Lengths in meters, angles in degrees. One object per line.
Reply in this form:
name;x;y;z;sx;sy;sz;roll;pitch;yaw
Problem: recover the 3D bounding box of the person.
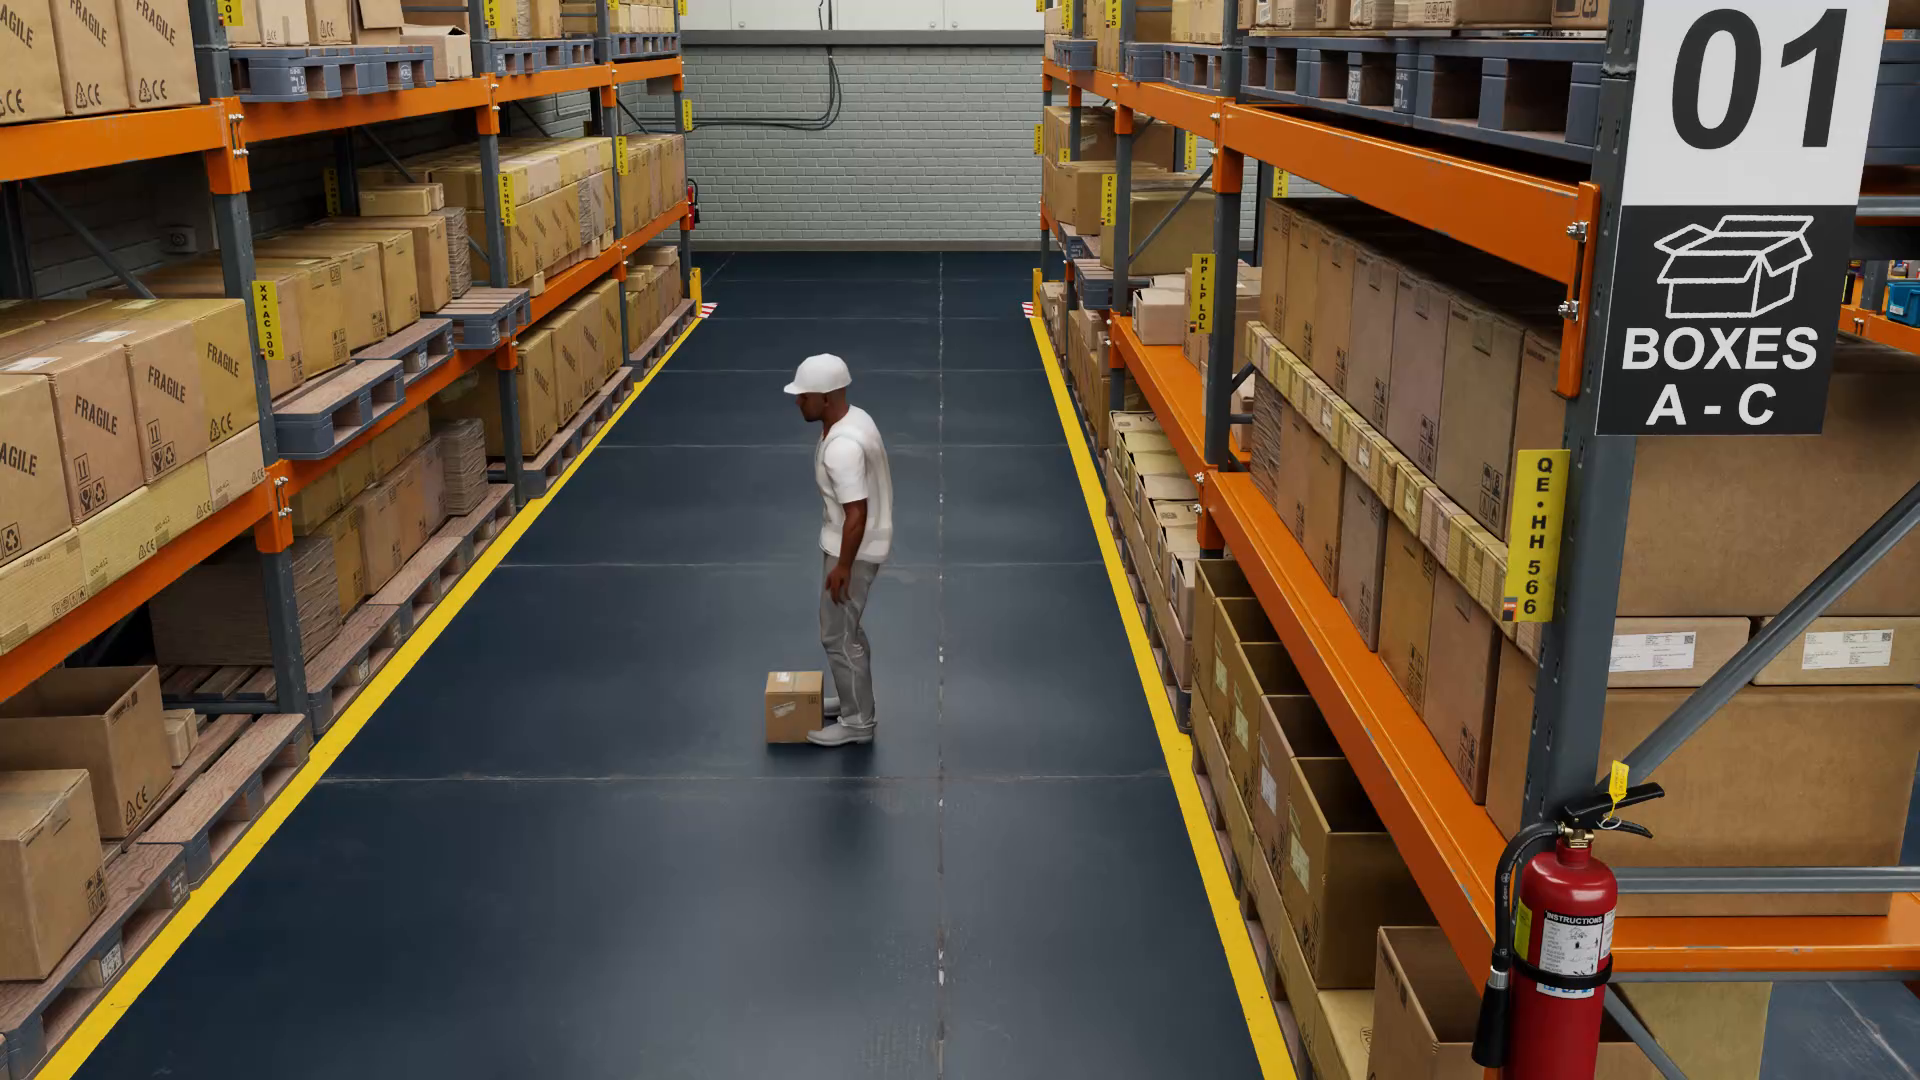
person;-0.527;0.039;7.389;0.463;1.759;0.625;-1;17;-3
